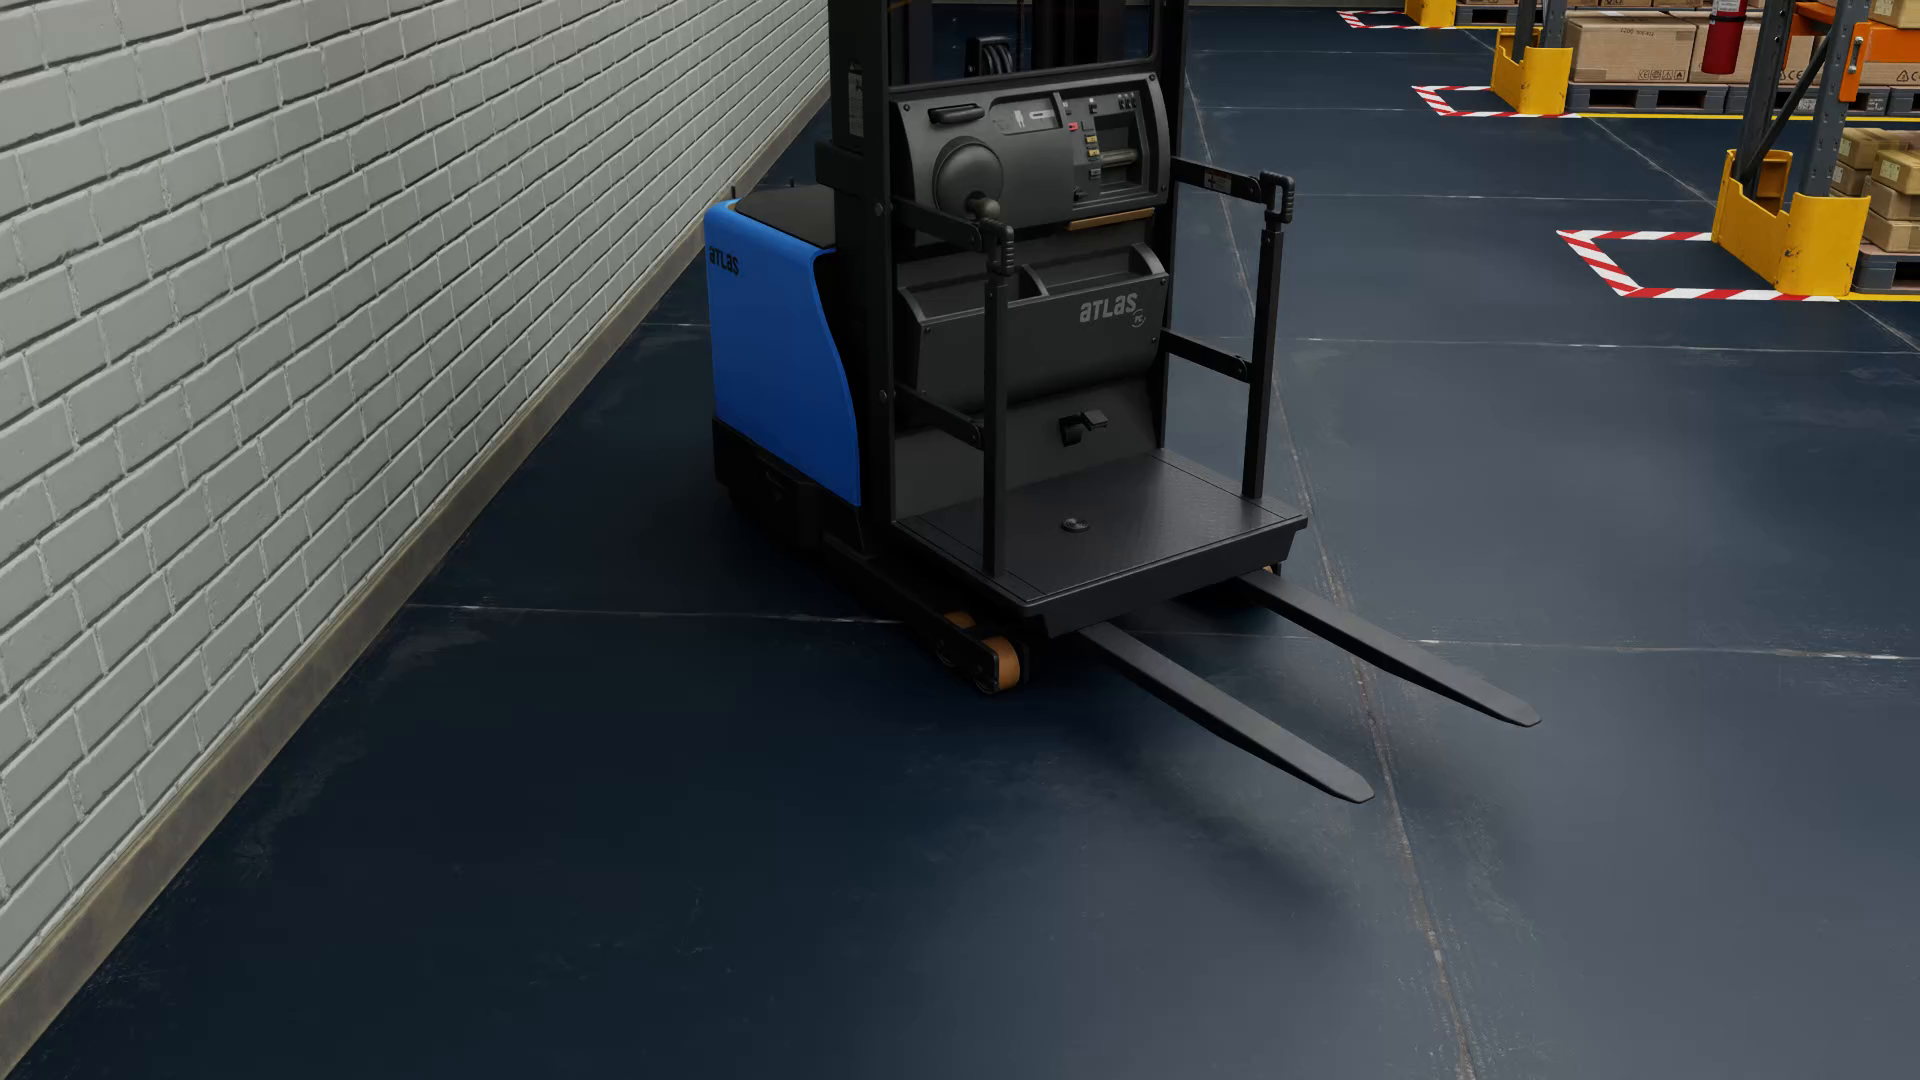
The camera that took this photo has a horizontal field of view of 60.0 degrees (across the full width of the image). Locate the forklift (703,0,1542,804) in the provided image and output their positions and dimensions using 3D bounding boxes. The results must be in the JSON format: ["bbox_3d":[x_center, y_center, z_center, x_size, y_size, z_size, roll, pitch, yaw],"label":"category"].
[{"bbox_3d":[0.352,-1.116,4.670,1.130,2.935,3.031,-16,29,-31],"label":"forklift"}]

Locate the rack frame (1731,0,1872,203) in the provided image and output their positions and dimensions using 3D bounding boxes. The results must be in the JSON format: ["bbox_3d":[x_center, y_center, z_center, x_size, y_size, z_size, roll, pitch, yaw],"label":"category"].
[{"bbox_3d":[4.324,-2.847,8.349,0.127,3.000,1.000,2,25,4],"label":"rack frame"}]

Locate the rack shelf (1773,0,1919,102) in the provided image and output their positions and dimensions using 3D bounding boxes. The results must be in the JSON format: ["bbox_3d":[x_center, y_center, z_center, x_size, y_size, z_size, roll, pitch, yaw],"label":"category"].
[{"bbox_3d":[6.319,-2.456,8.360,4.000,0.370,1.077,2,25,4],"label":"rack shelf"}]

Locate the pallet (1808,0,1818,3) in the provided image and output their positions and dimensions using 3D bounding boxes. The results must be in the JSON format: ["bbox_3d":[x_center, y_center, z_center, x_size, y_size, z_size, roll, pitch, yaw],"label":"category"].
[{"bbox_3d":[9.781,-5.577,17.618,1.213,0.211,1.003,2,25,4],"label":"pallet"}]

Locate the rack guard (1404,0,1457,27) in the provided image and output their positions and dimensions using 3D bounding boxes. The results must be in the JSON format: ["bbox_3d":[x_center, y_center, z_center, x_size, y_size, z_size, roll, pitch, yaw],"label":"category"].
[{"bbox_3d":[5.055,-5.844,17.853,0.348,0.500,1.175,2,25,4],"label":"rack guard"}]

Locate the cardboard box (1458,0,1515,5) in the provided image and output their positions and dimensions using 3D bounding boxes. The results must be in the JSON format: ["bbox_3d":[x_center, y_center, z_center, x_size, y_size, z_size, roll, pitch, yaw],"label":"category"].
[{"bbox_3d":[5.581,-5.980,17.641,0.637,0.503,0.797,1,25,2],"label":"cardboard box"}]

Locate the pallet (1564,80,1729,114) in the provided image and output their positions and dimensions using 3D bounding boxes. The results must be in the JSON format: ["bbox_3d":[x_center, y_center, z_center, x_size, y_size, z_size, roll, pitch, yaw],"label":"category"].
[{"bbox_3d":[5.406,-3.653,13.437,1.213,0.211,1.003,2,25,4],"label":"pallet"}]

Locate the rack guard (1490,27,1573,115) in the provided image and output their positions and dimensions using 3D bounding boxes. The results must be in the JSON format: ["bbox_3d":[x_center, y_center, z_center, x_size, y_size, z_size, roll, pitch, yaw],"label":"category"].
[{"bbox_3d":[4.579,-3.778,13.364,0.348,0.500,1.175,2,25,4],"label":"rack guard"}]

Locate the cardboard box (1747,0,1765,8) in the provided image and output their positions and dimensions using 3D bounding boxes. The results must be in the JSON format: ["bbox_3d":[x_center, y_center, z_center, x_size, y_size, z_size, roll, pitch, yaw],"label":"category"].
[{"bbox_3d":[8.389,-5.645,17.338,0.250,0.149,0.380,1,25,2],"label":"cardboard box"}]

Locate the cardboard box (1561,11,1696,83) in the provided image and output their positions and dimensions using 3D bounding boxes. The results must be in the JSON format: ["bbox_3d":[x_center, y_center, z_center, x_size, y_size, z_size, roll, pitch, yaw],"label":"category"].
[{"bbox_3d":[5.268,-3.961,13.332,0.875,0.438,0.875,1,25,2],"label":"cardboard box"}]

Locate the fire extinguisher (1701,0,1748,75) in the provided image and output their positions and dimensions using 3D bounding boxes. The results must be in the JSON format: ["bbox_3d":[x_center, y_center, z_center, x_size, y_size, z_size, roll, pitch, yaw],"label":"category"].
[{"bbox_3d":[4.109,-2.843,8.878,0.183,0.674,0.296,2,25,4],"label":"fire extinguisher"}]

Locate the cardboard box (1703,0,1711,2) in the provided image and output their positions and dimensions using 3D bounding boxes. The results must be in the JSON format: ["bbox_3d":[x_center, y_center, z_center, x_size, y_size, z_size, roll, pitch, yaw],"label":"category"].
[{"bbox_3d":[7.894,-5.883,17.856,0.250,0.149,0.380,2,25,3],"label":"cardboard box"}]

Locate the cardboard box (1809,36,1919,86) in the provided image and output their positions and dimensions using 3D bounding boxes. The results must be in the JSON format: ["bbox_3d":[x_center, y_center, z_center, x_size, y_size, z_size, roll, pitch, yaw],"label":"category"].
[{"bbox_3d":[7.080,-3.905,13.212,0.875,0.438,0.875,1,25,2],"label":"cardboard box"}]

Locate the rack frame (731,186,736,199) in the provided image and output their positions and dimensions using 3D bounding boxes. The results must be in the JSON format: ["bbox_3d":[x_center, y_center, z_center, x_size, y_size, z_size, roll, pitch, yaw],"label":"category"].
[{"bbox_3d":[-0.769,-0.771,6.169,0.008,1.050,0.200,-16,29,-32],"label":"rack frame"}]

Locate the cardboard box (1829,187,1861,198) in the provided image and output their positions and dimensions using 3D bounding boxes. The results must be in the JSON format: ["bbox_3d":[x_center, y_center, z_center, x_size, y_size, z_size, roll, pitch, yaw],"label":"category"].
[{"bbox_3d":[4.865,-1.813,9.009,0.250,0.149,0.380,2,25,5],"label":"cardboard box"}]

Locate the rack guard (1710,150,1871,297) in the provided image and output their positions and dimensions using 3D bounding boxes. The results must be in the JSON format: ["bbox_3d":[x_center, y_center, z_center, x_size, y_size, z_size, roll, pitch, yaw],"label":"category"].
[{"bbox_3d":[4.400,-1.709,8.866,0.348,0.500,1.175,2,25,4],"label":"rack guard"}]

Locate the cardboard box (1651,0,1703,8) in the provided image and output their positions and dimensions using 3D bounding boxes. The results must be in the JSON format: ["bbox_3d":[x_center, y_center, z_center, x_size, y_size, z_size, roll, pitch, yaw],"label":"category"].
[{"bbox_3d":[7.466,-5.902,17.475,0.500,0.500,0.700,1,25,2],"label":"cardboard box"}]

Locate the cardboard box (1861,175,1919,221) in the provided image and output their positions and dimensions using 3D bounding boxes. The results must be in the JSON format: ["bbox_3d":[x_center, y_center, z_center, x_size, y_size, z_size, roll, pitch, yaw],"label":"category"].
[{"bbox_3d":[4.827,-1.754,8.526,0.250,0.149,0.380,3,25,6],"label":"cardboard box"}]

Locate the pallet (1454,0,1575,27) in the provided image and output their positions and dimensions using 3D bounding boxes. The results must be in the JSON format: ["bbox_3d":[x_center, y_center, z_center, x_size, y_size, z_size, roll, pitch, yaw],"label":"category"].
[{"bbox_3d":[5.850,-5.688,17.859,1.213,0.211,1.003,2,25,4],"label":"pallet"}]

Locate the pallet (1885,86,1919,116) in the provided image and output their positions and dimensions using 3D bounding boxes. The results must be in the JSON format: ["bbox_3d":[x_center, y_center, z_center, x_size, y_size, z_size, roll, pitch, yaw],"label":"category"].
[{"bbox_3d":[7.839,-3.575,13.268,1.213,0.211,1.003,2,25,4],"label":"pallet"}]

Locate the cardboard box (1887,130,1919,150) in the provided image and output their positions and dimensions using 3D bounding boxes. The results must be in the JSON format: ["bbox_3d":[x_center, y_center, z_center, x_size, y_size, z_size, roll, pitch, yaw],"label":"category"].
[{"bbox_3d":[5.118,-2.070,8.856,0.250,0.149,0.380,2,25,5],"label":"cardboard box"}]

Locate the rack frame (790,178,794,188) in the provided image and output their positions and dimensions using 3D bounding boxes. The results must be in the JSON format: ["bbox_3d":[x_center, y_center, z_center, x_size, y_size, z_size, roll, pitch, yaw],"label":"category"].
[{"bbox_3d":[-0.569,-0.830,6.297,0.008,1.050,0.200,-16,29,-32],"label":"rack frame"}]

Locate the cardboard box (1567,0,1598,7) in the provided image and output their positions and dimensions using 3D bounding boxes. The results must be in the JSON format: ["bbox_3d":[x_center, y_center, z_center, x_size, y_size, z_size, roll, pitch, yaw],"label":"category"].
[{"bbox_3d":[6.431,-5.935,17.547,0.500,0.500,0.700,3,25,6],"label":"cardboard box"}]

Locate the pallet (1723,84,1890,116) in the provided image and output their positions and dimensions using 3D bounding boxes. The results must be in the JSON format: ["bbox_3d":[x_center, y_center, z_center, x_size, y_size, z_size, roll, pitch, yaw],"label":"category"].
[{"bbox_3d":[6.619,-3.613,13.350,1.213,0.211,1.003,2,25,4],"label":"pallet"}]

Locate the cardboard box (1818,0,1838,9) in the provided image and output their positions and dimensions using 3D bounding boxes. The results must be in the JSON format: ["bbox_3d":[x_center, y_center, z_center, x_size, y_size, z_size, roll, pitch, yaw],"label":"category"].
[{"bbox_3d":[4.671,-2.840,8.635,0.250,0.149,0.380,2,25,4],"label":"cardboard box"}]

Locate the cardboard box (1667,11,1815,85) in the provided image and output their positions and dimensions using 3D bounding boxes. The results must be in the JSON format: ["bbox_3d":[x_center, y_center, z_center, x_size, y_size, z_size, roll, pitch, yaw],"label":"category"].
[{"bbox_3d":[6.181,-3.935,13.276,0.875,0.438,0.875,2,25,5],"label":"cardboard box"}]

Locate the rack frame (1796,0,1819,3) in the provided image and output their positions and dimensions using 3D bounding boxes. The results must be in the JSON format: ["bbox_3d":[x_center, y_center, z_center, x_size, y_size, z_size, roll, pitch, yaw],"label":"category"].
[{"bbox_3d":[8.967,-6.854,17.057,0.127,3.000,1.000,2,25,4],"label":"rack frame"}]

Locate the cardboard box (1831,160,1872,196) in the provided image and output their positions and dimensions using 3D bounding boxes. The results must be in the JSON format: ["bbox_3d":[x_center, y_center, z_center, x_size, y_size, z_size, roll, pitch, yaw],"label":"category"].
[{"bbox_3d":[4.872,-1.980,9.016,0.250,0.149,0.380,1,25,3],"label":"cardboard box"}]

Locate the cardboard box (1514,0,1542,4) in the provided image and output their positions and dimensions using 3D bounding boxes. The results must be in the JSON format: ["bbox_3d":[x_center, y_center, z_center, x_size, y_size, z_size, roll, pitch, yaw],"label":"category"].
[{"bbox_3d":[6.002,-5.789,17.651,0.250,0.149,0.380,1,25,2],"label":"cardboard box"}]

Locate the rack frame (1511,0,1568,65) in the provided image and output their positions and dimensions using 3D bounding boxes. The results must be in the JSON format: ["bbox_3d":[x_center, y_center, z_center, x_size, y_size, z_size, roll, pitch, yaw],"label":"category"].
[{"bbox_3d":[4.603,-4.913,12.839,0.127,3.000,1.000,2,25,4],"label":"rack frame"}]

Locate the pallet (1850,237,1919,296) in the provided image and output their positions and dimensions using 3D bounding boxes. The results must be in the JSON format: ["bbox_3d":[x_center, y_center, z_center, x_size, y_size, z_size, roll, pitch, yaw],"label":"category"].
[{"bbox_3d":[5.207,-1.537,8.838,1.213,0.211,1.003,2,25,4],"label":"pallet"}]

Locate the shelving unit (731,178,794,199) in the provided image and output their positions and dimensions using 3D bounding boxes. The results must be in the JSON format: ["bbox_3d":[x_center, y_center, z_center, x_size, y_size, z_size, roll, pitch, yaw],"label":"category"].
[{"bbox_3d":[-0.669,-0.800,6.233,0.252,1.050,0.215,-16,29,-32],"label":"shelving unit"}]

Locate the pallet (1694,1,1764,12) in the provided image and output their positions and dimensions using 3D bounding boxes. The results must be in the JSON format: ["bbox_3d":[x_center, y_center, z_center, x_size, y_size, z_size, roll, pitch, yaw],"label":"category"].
[{"bbox_3d":[8.282,-5.610,17.689,1.213,0.211,1.003,2,25,4],"label":"pallet"}]

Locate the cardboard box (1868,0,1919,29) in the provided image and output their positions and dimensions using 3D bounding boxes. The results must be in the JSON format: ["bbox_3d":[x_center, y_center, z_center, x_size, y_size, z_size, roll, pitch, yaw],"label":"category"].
[{"bbox_3d":[4.622,-2.586,8.082,0.250,0.149,0.380,2,25,4],"label":"cardboard box"}]

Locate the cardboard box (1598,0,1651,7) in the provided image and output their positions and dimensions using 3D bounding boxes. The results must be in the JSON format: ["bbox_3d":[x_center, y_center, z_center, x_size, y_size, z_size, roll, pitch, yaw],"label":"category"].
[{"bbox_3d":[6.950,-5.876,17.420,0.500,0.500,0.500,2,25,5],"label":"cardboard box"}]

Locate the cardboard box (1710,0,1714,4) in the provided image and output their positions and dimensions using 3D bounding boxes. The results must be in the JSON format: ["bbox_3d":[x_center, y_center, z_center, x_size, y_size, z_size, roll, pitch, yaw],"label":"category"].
[{"bbox_3d":[8.033,-5.710,17.339,0.258,0.266,0.396,3,25,6],"label":"cardboard box"}]

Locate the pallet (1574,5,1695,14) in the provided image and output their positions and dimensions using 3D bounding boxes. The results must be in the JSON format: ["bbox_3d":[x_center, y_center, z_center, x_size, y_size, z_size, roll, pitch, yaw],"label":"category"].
[{"bbox_3d":[7.063,-5.648,17.771,1.213,0.211,1.003,2,25,4],"label":"pallet"}]

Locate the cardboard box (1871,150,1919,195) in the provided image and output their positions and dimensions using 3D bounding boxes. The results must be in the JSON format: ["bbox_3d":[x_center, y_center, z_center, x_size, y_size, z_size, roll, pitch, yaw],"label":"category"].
[{"bbox_3d":[4.821,-1.854,8.388,0.250,0.149,0.380,1,25,2],"label":"cardboard box"}]

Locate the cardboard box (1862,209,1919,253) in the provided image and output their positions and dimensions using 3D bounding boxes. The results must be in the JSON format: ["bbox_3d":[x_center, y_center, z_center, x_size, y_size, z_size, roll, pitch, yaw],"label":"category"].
[{"bbox_3d":[4.822,-1.592,8.530,0.250,0.149,0.380,2,25,5],"label":"cardboard box"}]

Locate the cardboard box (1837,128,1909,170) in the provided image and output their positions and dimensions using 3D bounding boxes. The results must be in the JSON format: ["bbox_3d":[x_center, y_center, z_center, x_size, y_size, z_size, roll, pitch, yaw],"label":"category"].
[{"bbox_3d":[4.872,-2.102,8.925,0.250,0.149,0.380,2,25,5],"label":"cardboard box"}]
